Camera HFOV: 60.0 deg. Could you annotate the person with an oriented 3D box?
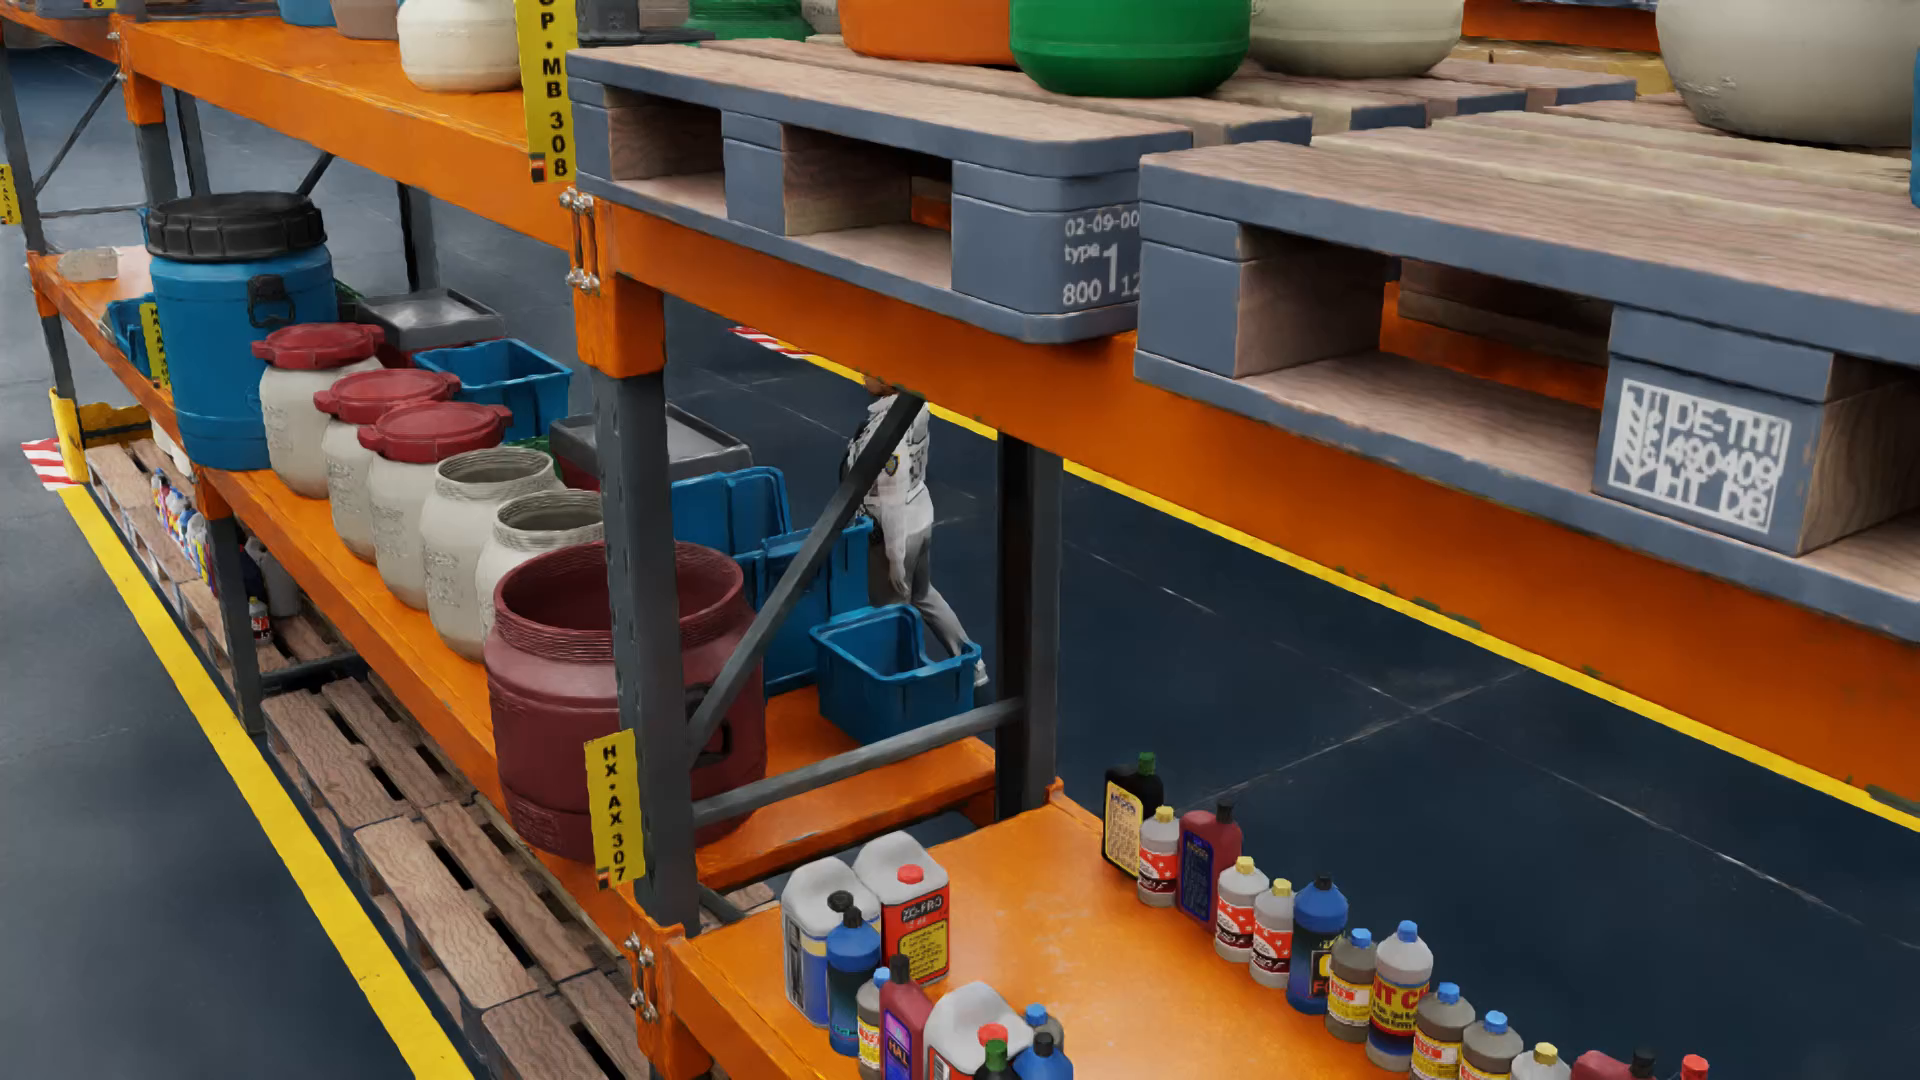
[{"bbox_3d":[-0.154,-0.040,6.673,0.492,1.667,0.673,6,22,16],"label":"person"}]
